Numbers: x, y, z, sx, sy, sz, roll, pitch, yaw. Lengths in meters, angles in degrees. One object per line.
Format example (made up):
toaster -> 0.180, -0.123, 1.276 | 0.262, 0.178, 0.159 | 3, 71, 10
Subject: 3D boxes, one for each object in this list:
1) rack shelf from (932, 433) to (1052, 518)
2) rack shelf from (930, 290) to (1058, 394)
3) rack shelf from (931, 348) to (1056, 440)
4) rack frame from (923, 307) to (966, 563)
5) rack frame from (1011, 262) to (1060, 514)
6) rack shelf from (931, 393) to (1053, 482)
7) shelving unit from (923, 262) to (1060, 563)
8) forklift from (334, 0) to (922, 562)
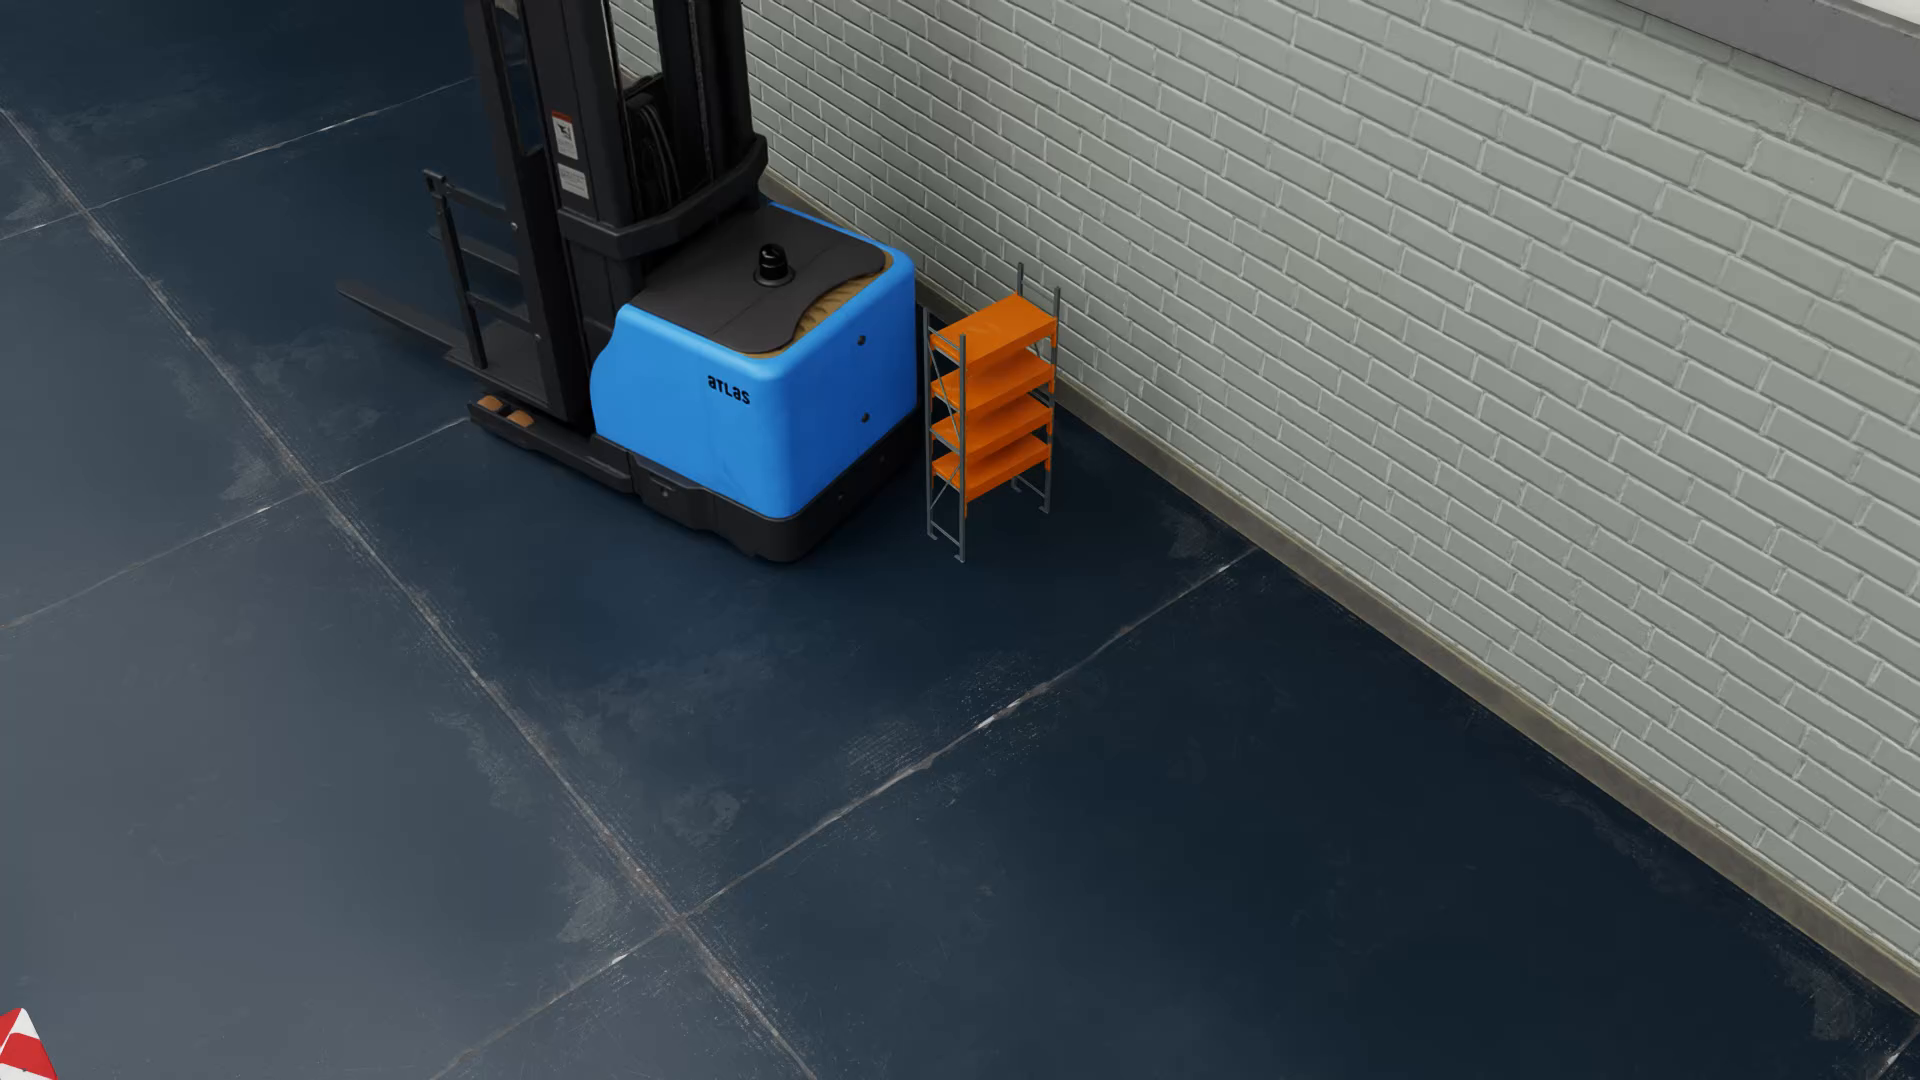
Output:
rack shelf -> 0.127, -0.316, 7.099 | 0.480, 0.148, 0.258 | -30, 51, -28
rack shelf -> 0.127, -0.796, 6.648 | 0.480, 0.148, 0.258 | -30, 51, -28
rack shelf -> 0.127, -0.624, 6.810 | 0.480, 0.148, 0.258 | -30, 51, -28
rack frame -> -0.060, -0.403, 6.803 | 0.015, 1.200, 0.240 | -30, 51, -28
rack frame -> 0.314, -0.617, 7.031 | 0.015, 1.200, 0.240 | -30, 51, -28
rack shelf -> 0.127, -0.461, 6.963 | 0.480, 0.148, 0.258 | -30, 51, -28
shelving unit -> 0.127, -0.510, 6.917 | 0.503, 1.200, 0.258 | -30, 51, -28
forklift -> -1.679, -1.774, 6.998 | 3.031, 2.935, 1.130 | 25, 49, 24
